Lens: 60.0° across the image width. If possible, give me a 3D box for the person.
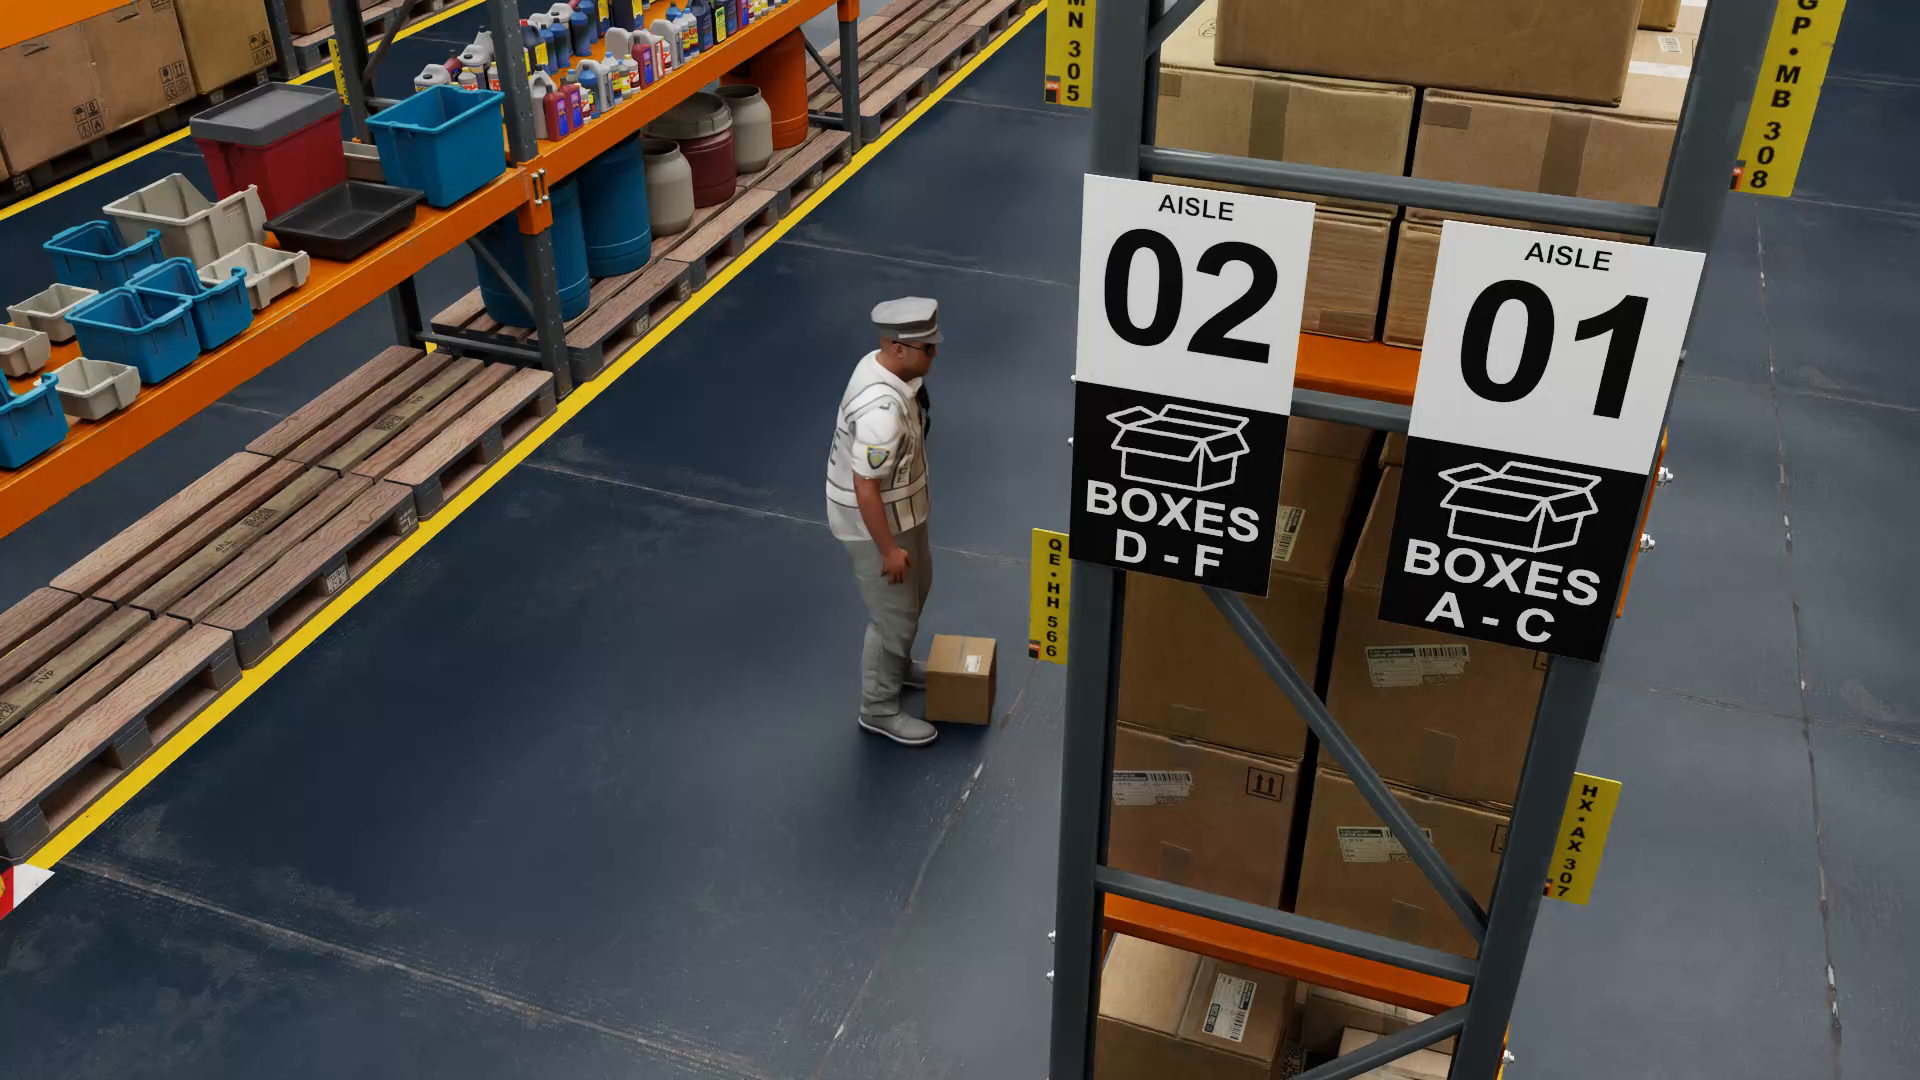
[{"bbox_3d":[-0.272,-0.087,6.269,0.434,1.745,0.580,4,33,7],"label":"person"}]
